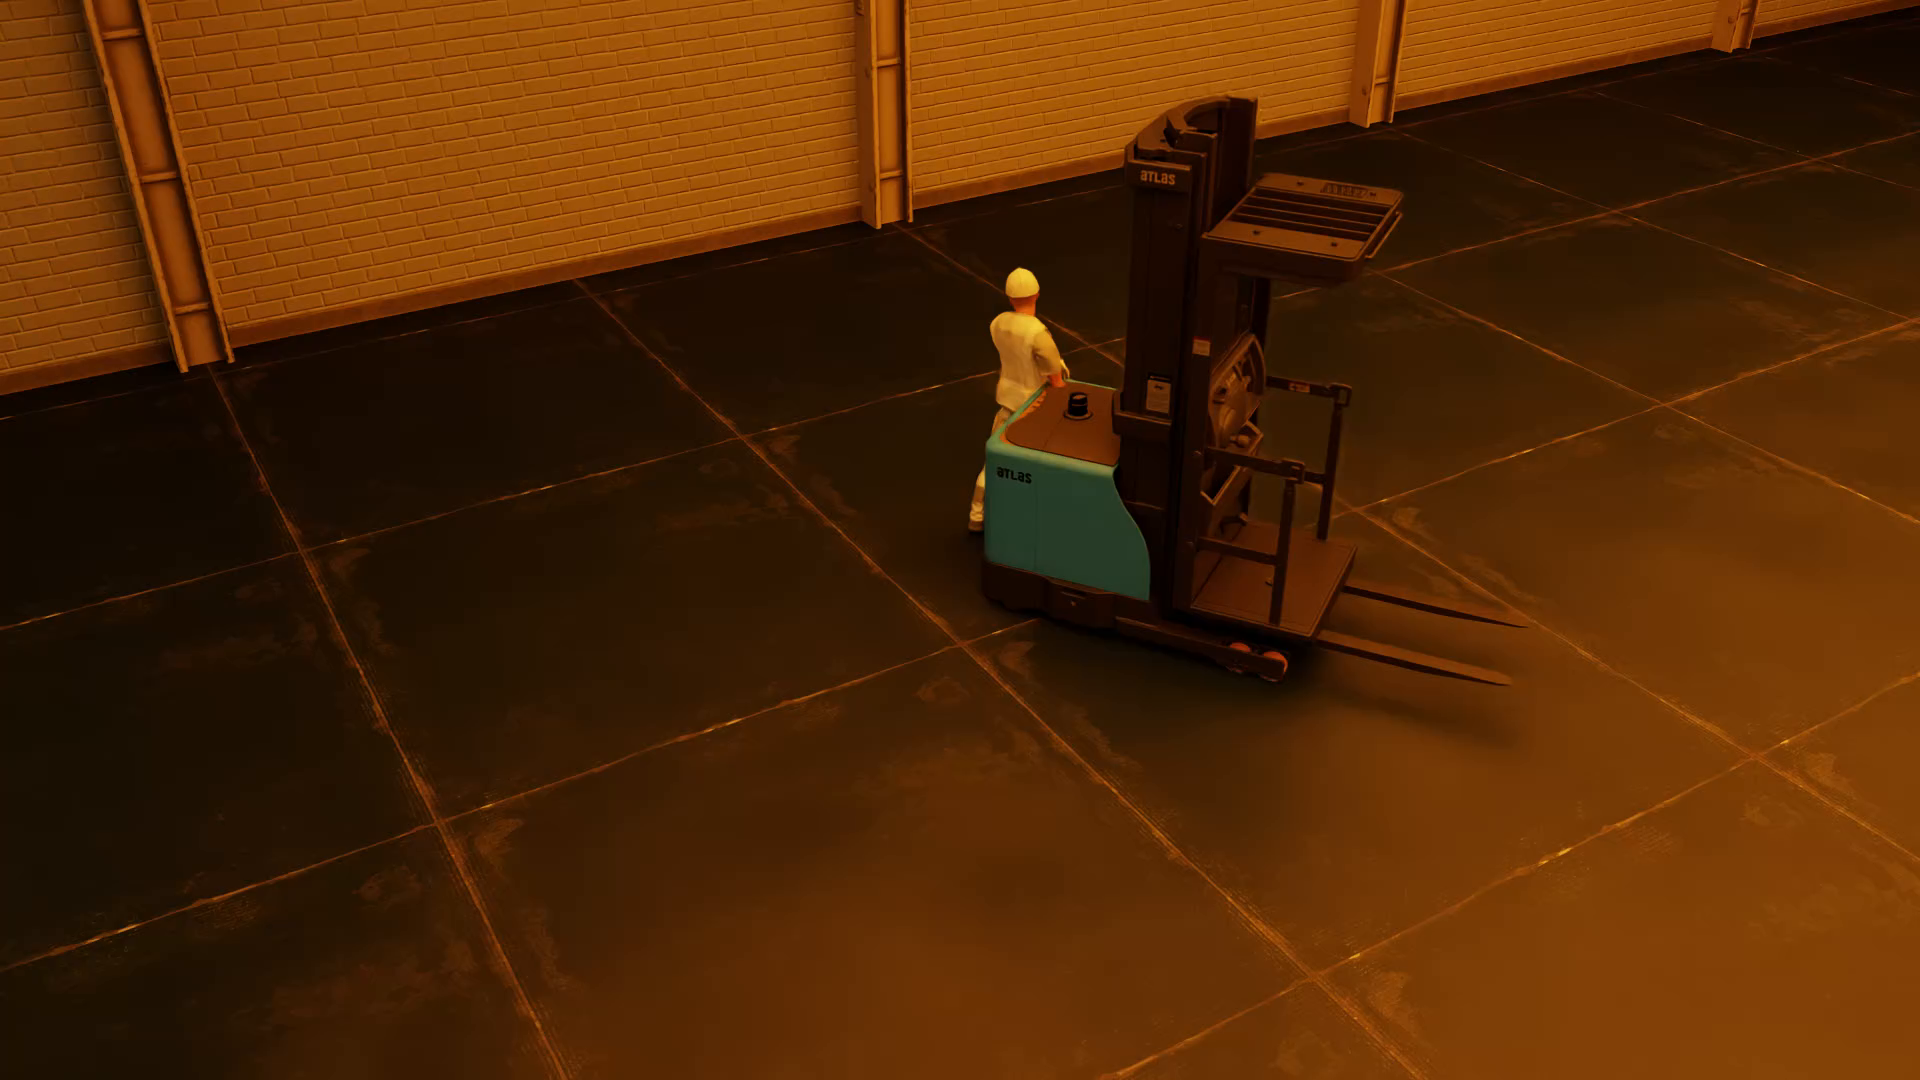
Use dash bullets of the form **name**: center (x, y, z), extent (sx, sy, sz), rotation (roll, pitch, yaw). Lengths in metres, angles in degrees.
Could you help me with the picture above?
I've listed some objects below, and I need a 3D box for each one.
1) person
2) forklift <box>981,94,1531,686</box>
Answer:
- **person**: center (0.497, -0.839, 10.242), extent (0.704, 1.730, 0.832), rotation (25, 39, 35)
- **forklift**: center (1.684, -0.787, 8.962), extent (3.031, 2.935, 1.130), rotation (14, 34, 22)
